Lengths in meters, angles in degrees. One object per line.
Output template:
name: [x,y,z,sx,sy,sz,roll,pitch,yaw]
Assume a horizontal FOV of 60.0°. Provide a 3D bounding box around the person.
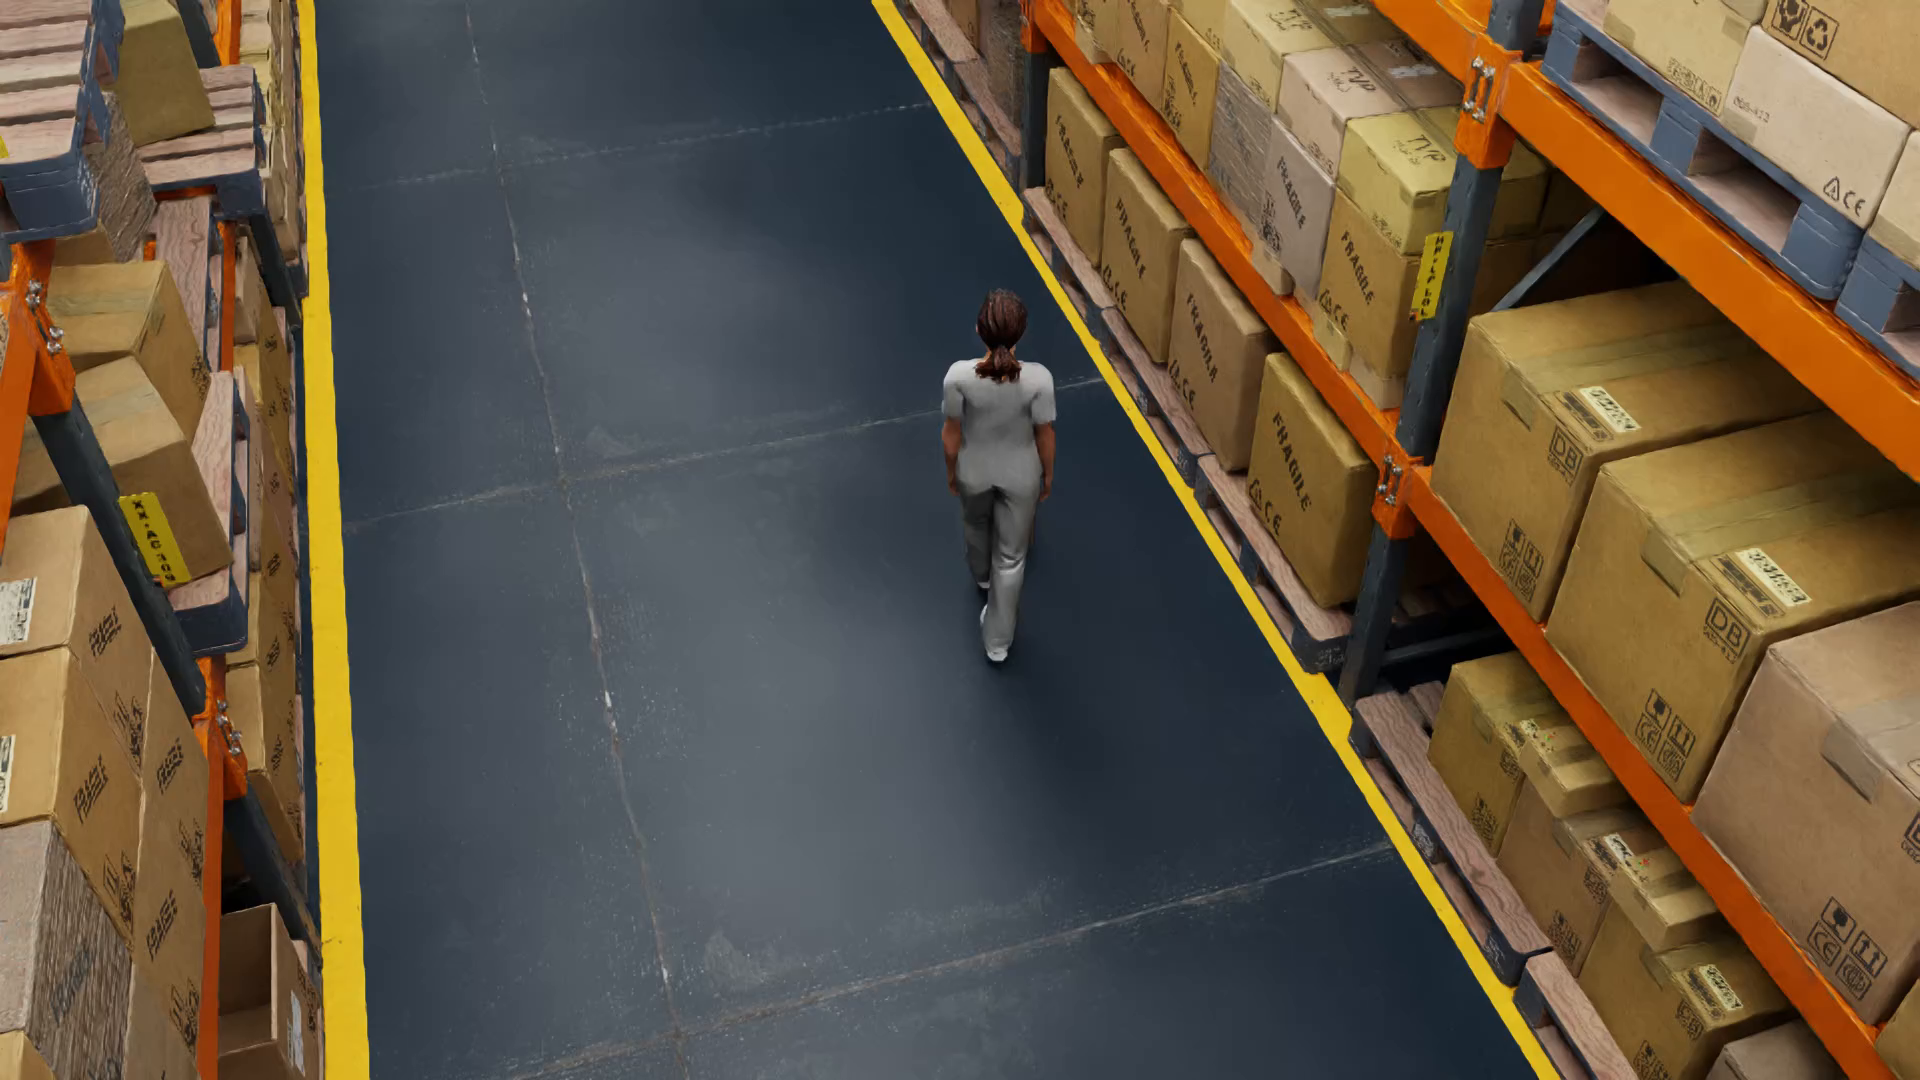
person: [0.170,-0.339,6.524,0.430,1.662,0.705,6,43,7]
